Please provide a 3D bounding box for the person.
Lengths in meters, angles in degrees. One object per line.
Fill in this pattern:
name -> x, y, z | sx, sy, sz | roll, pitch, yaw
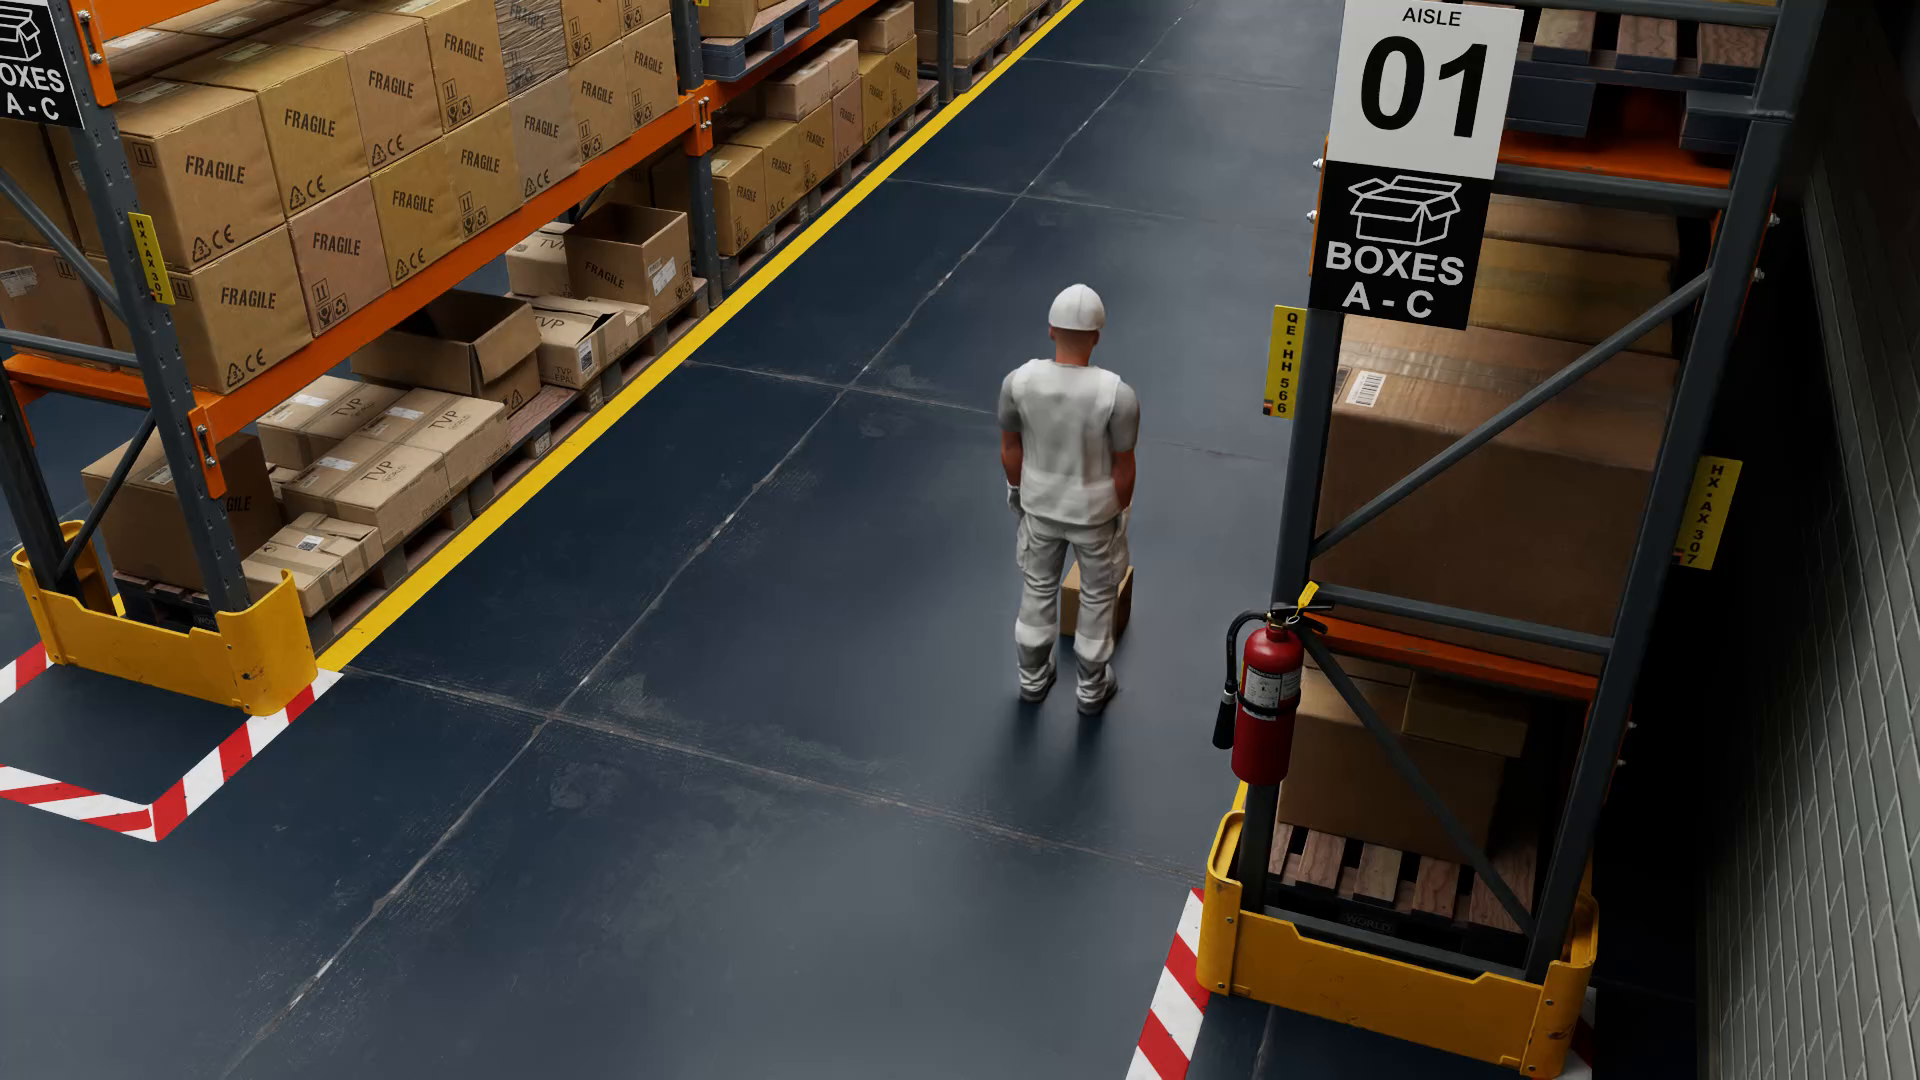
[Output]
person -> 0.413, -0.135, 6.336 | 0.529, 1.775, 0.364 | 12, 35, 17
